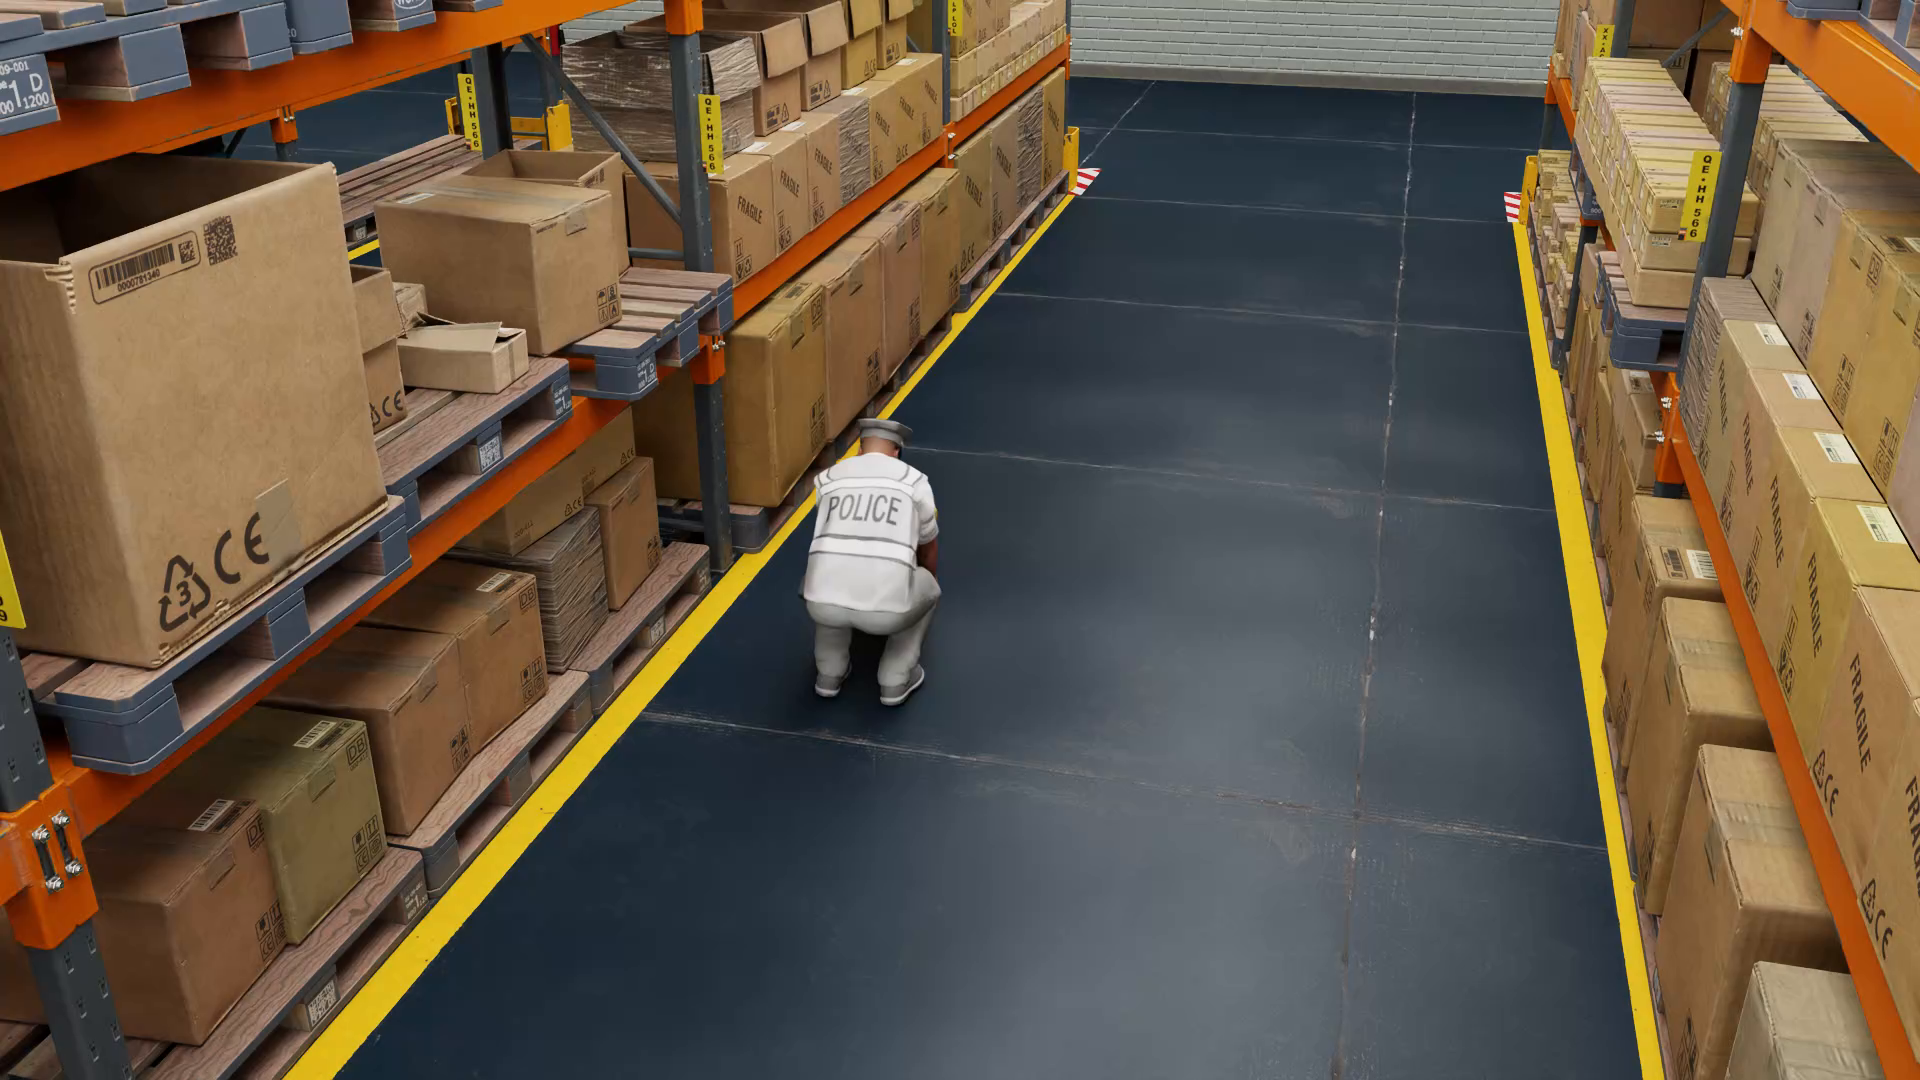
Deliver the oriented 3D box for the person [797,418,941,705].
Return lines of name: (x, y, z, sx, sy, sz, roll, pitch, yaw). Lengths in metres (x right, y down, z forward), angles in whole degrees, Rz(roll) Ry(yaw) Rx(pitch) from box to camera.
person: (-0.355, 0.085, 6.795, 0.533, 1.022, 0.932, 6, 26, 12)
